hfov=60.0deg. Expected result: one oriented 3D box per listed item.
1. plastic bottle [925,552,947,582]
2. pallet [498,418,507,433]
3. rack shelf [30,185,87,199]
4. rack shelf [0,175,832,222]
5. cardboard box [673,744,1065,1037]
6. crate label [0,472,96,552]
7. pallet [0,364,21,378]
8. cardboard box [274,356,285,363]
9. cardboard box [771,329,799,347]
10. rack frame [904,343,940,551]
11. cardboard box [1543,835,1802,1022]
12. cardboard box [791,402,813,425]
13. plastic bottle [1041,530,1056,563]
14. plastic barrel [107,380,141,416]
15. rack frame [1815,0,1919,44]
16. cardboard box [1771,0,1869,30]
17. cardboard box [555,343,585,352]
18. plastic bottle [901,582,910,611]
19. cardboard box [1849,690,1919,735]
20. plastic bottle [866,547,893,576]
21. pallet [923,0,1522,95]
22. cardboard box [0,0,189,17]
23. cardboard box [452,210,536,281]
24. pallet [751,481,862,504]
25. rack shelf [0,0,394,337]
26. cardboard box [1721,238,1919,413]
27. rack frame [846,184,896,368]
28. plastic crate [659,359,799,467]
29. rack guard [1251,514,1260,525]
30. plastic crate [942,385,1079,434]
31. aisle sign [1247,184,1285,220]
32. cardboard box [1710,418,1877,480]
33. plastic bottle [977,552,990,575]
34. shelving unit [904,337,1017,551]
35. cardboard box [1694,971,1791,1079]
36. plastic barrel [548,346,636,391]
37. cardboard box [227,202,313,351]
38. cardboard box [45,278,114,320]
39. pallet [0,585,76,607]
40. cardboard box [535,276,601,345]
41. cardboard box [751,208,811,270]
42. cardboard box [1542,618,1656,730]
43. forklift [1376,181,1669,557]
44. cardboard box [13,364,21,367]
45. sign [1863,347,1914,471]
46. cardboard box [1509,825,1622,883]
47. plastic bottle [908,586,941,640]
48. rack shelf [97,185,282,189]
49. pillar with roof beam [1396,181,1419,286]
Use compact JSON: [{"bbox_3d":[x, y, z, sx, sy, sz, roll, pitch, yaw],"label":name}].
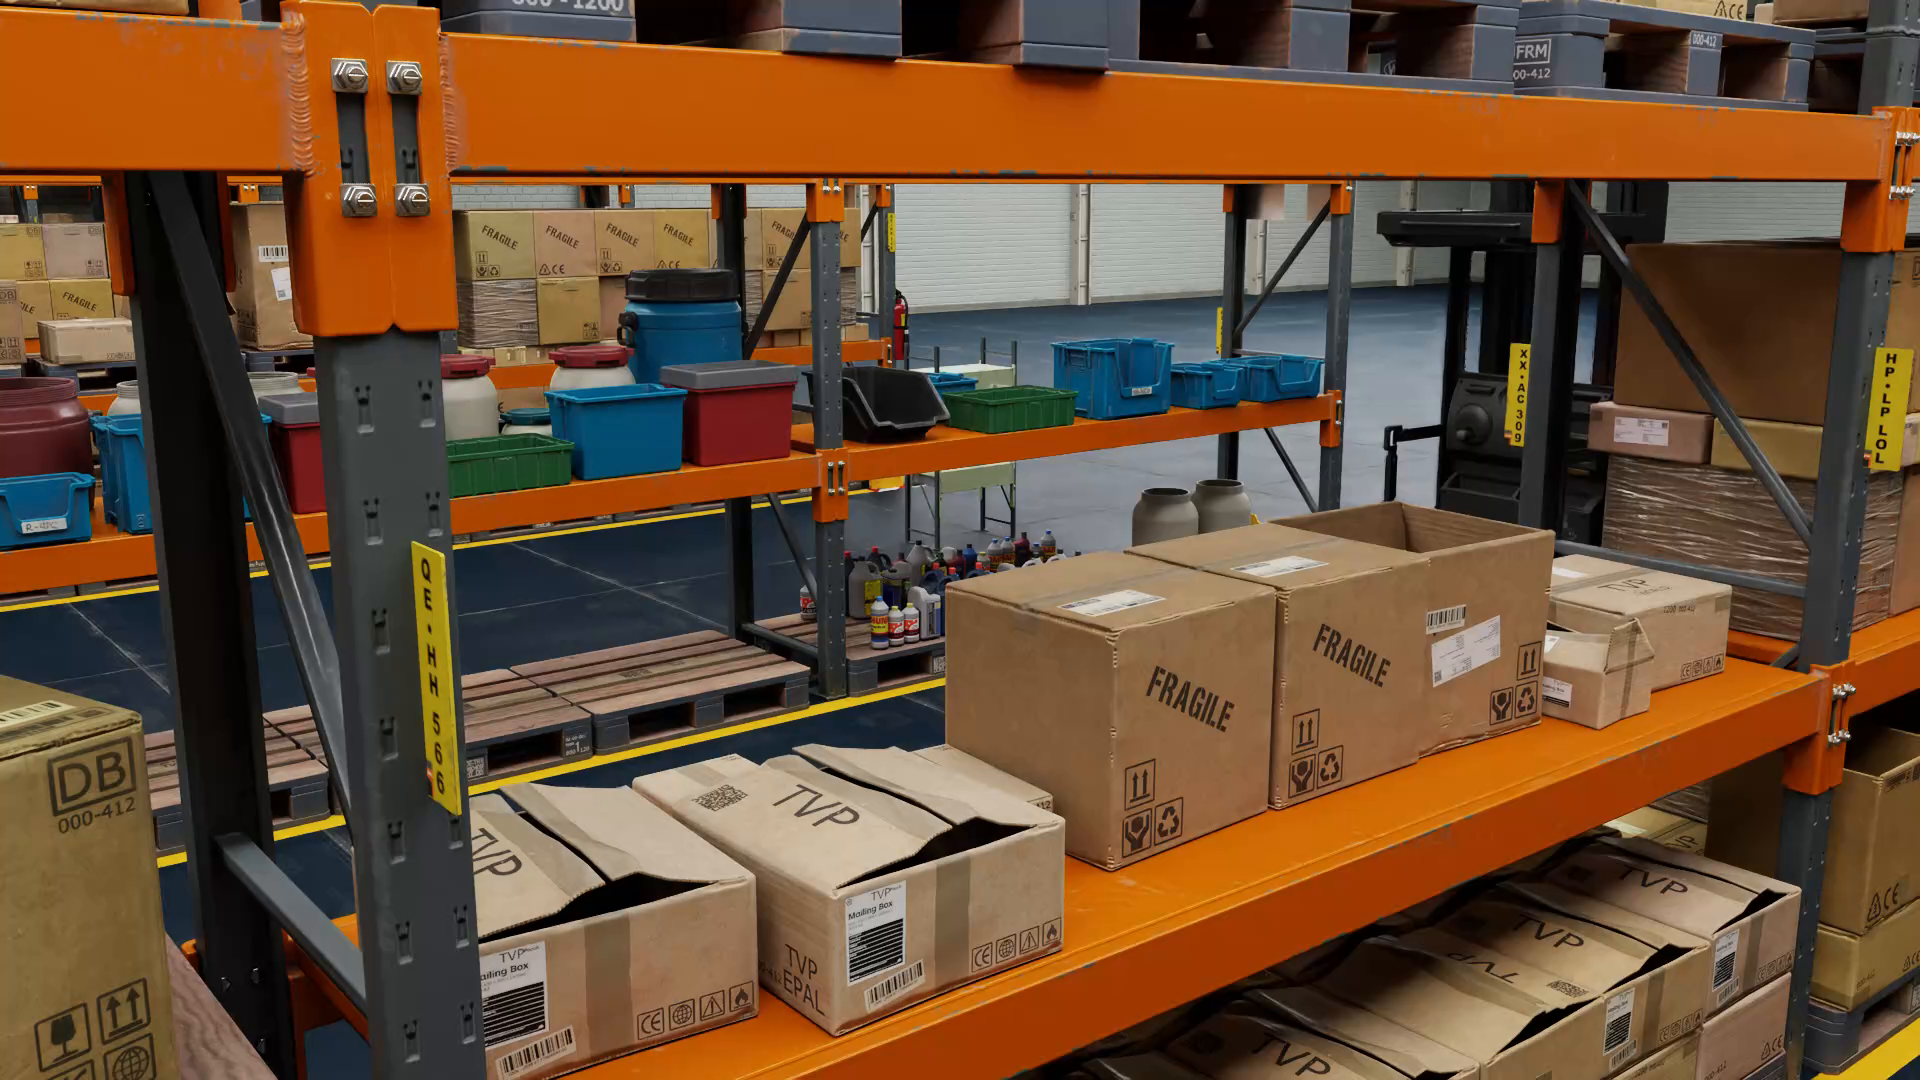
[{"bbox_3d":[-0.142,0.216,9.872,0.133,0.283,0.061,-9,15,-38],"label":"plastic bottle"},{"bbox_3d":[-5.469,-1.216,17.847,1.213,0.211,1.003,-9,15,-38],"label":"pallet"},{"bbox_3d":[-11.778,-5.304,24.897,4.000,0.370,1.077,-9,15,-38],"label":"rack shelf"},{"bbox_3d":[-2.513,-1.570,7.310,4.000,0.370,1.077,-9,15,-38],"label":"rack shelf"},{"bbox_3d":[-0.164,0.568,2.947,0.500,0.311,0.500,-10,15,-38],"label":"cardboard box"},{"bbox_3d":[-3.512,-0.107,6.314,0.416,0.233,0.303,-9,15,-38],"label":"crate label"},{"bbox_3d":[-6.679,-1.014,10.645,1.003,0.211,1.213,-9,15,-38],"label":"pallet"},{"bbox_3d":[-6.530,-1.571,16.911,0.875,0.875,0.875,-9,15,-37],"label":"cardboard box"},{"bbox_3d":[-1.579,-1.740,14.206,0.250,0.149,0.380,-9,15,-38],"label":"cardboard box"},{"bbox_3d":[-0.281,-0.687,12.253,0.023,1.500,0.400,-9,15,-38],"label":"rack frame"},{"bbox_3d":[2.003,1.054,4.701,0.500,0.311,0.500,-9,15,-38],"label":"cardboard box"},{"bbox_3d":[-1.420,-0.941,14.844,0.500,0.500,0.500,-6,14,-27],"label":"cardboard box"},{"bbox_3d":[0.562,0.071,10.581,0.097,0.271,0.097,0,12,0],"label":"plastic bottle"},{"bbox_3d":[-3.405,-0.418,7.105,0.421,0.512,0.421,0,12,0],"label":"plastic barrel"},{"bbox_3d":[2.140,-2.845,4.360,0.127,3.000,1.000,-9,15,-38],"label":"rack frame"},{"bbox_3d":[2.698,-1.723,4.710,0.500,0.500,0.500,-8,14,-33],"label":"cardboard box"},{"bbox_3d":[-3.119,-1.475,12.957,0.250,0.149,0.380,-9,15,-38],"label":"cardboard box"},{"bbox_3d":[-0.260,0.366,9.165,0.133,0.283,0.061,-9,15,-38],"label":"plastic bottle"},{"bbox_3d":[3.083,0.787,5.503,0.500,0.500,0.500,-9,15,-38],"label":"cardboard box"},{"bbox_3d":[-0.479,0.211,9.730,0.185,0.351,0.144,-10,16,-40],"label":"plastic bottle"},{"bbox_3d":[0.362,-1.014,3.416,1.213,0.211,1.003,-9,15,-35],"label":"pallet"},{"bbox_3d":[-1.303,-0.845,1.925,0.500,0.500,0.910,-9,15,-38],"label":"cardboard box"},{"bbox_3d":[-3.535,-2.218,12.488,0.500,0.500,0.500,-9,15,-38],"label":"cardboard box"},{"bbox_3d":[-1.638,-0.563,14.771,1.213,0.211,1.003,-9,15,-38],"label":"pallet"},{"bbox_3d":[-2.545,-0.247,1.080,4.000,0.370,1.077,-9,15,-38],"label":"rack shelf"},{"bbox_3d":[2.876,-0.718,5.424,0.500,0.500,0.700,-9,15,-38],"label":"cardboard box"},{"bbox_3d":[-0.922,-2.036,14.997,0.127,3.000,1.000,-9,15,-38],"label":"rack frame"},{"bbox_3d":[-1.138,-0.633,8.233,0.583,0.464,0.402,-9,15,-38],"label":"plastic crate"},{"bbox_3d":[2.142,0.007,11.391,0.348,0.500,1.175,-9,15,-38],"label":"rack guard"},{"bbox_3d":[0.285,-0.741,9.405,0.662,0.188,0.450,-9,15,-38],"label":"plastic crate"},{"bbox_3d":[2.045,-2.561,11.211,0.004,0.787,0.394,-9,15,-38],"label":"aisle sign"},{"bbox_3d":[2.471,-0.280,4.922,0.250,0.149,0.380,-9,15,-38],"label":"cardboard box"},{"bbox_3d":[0.139,0.176,10.258,0.097,0.201,0.097,0,12,0],"label":"plastic bottle"},{"bbox_3d":[0.005,-0.735,12.477,0.755,1.500,0.431,-9,15,-38],"label":"shelving unit"},{"bbox_3d":[1.997,1.330,4.751,0.500,0.250,0.500,-10,15,-38],"label":"cardboard box"},{"bbox_3d":[-1.835,-0.692,8.338,0.433,0.535,0.433,0,12,0],"label":"plastic barrel"},{"bbox_3d":[-4.753,-1.936,12.068,1.000,1.000,1.000,-9,15,-37],"label":"cardboard box"},{"bbox_3d":[-8.095,-2.142,15.252,0.500,0.500,0.500,-9,15,-37],"label":"cardboard box"},{"bbox_3d":[-6.558,0.265,10.874,1.213,0.211,1.003,-9,15,-38],"label":"pallet"},{"bbox_3d":[-3.243,-1.819,13.018,0.500,0.500,0.875,-9,15,-38],"label":"cardboard box"},{"bbox_3d":[-1.584,-2.543,14.017,0.500,0.500,0.500,-9,15,-38],"label":"cardboard box"},{"bbox_3d":[1.568,0.300,4.320,0.258,0.266,0.396,-10,16,-39],"label":"cardboard box"},{"bbox_3d":[2.852,-0.672,8.738,3.031,2.935,1.130,-9,15,-36],"label":"forklift"},{"bbox_3d":[-11.204,-1.882,19.587,0.625,0.372,0.950,-8,15,-34],"label":"cardboard box"},{"bbox_3d":[2.487,-0.351,4.463,0.005,0.325,0.100,-9,15,-38],"label":"sign"},{"bbox_3d":[1.662,0.968,5.105,0.500,0.311,0.500,-9,15,-37],"label":"cardboard box"},{"bbox_3d":[-0.193,0.387,9.085,0.135,0.276,0.152,-9,15,-36],"label":"plastic bottle"},{"bbox_3d":[-8.675,-4.499,21.107,4.000,0.370,1.077,-9,15,-38],"label":"rack shelf"},{"bbox_3d":[14.792,-10.633,41.040,0.548,9.000,9.100,-9,15,-38],"label":"pillar with roof beam"}]
